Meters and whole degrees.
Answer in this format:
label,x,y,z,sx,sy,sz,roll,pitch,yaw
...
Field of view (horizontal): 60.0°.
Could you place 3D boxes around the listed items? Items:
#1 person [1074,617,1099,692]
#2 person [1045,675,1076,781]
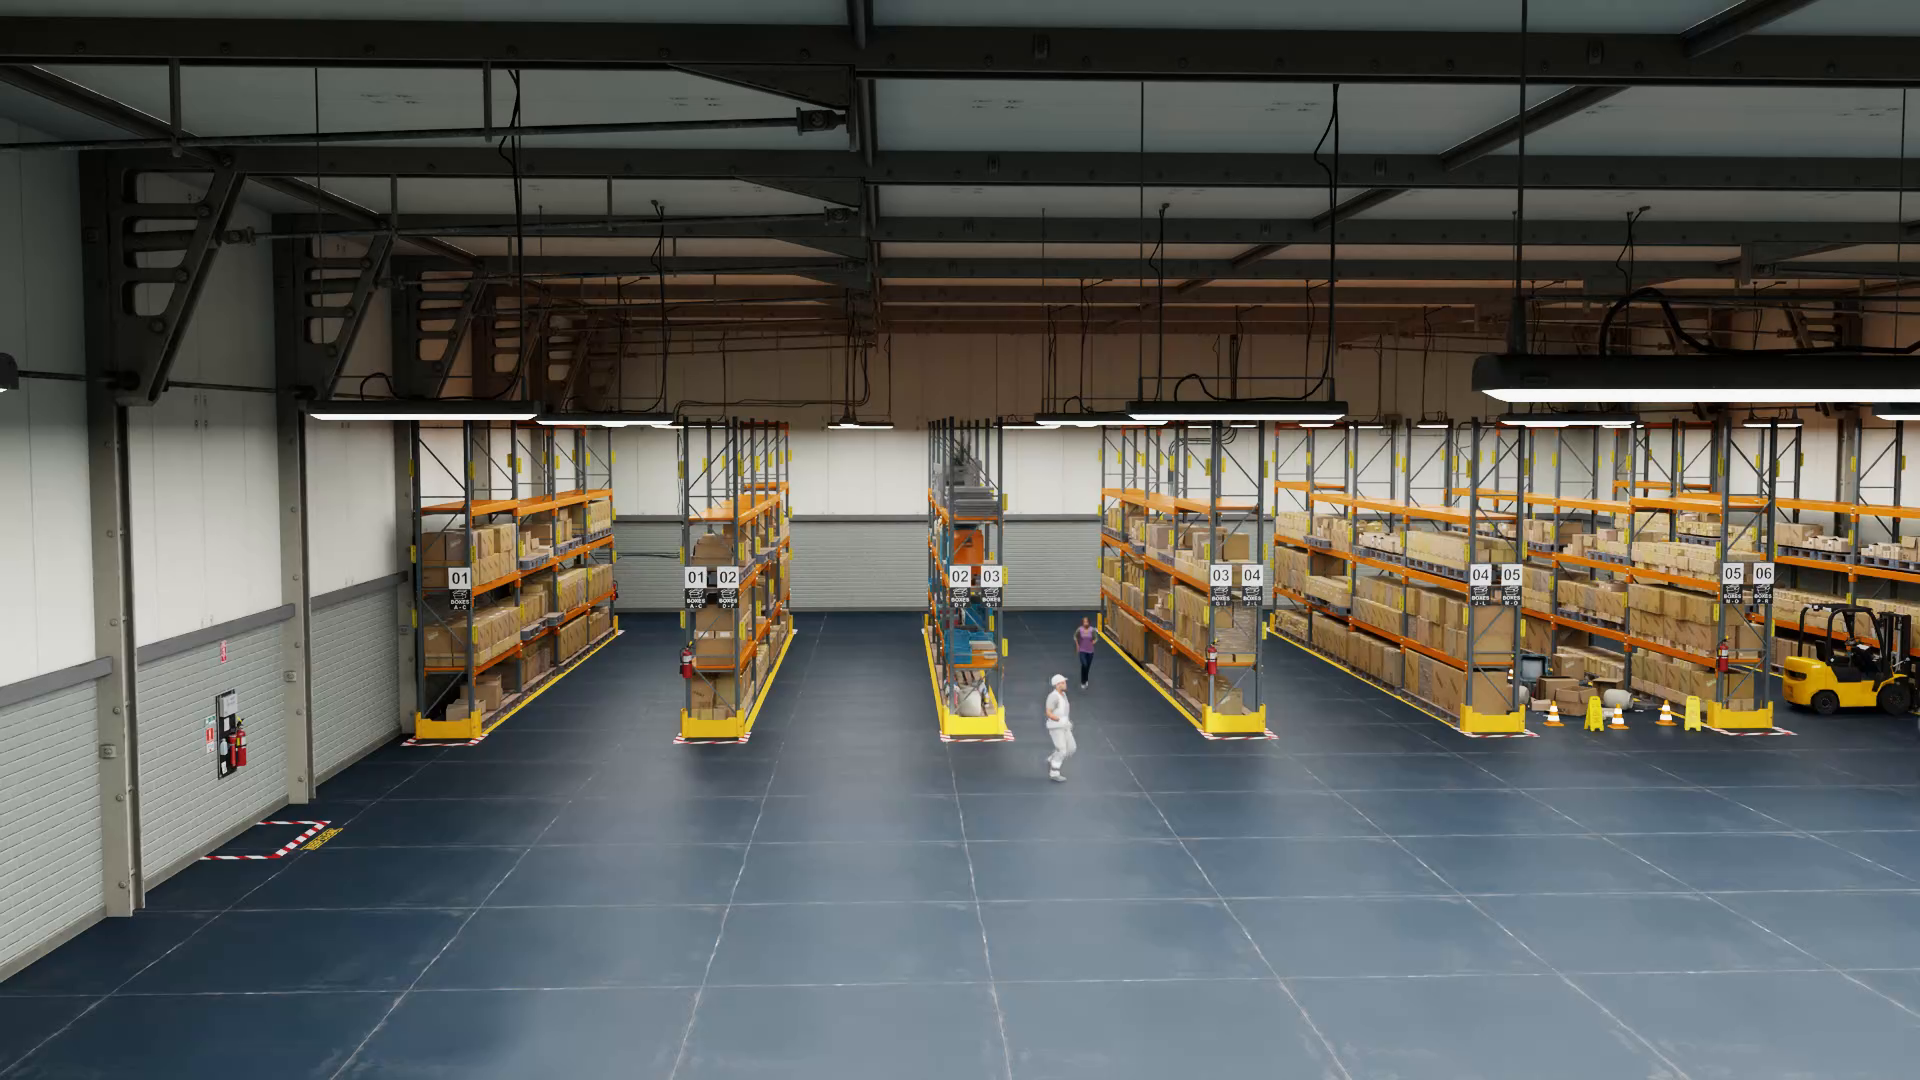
label,x,y,z,sx,sy,sz,roll,pitch,yaw
person,2.808,2.513,36.923,0.530,1.637,0.730,0,4,-6
person,1.619,3.071,27.195,0.586,1.745,0.661,2,4,27
